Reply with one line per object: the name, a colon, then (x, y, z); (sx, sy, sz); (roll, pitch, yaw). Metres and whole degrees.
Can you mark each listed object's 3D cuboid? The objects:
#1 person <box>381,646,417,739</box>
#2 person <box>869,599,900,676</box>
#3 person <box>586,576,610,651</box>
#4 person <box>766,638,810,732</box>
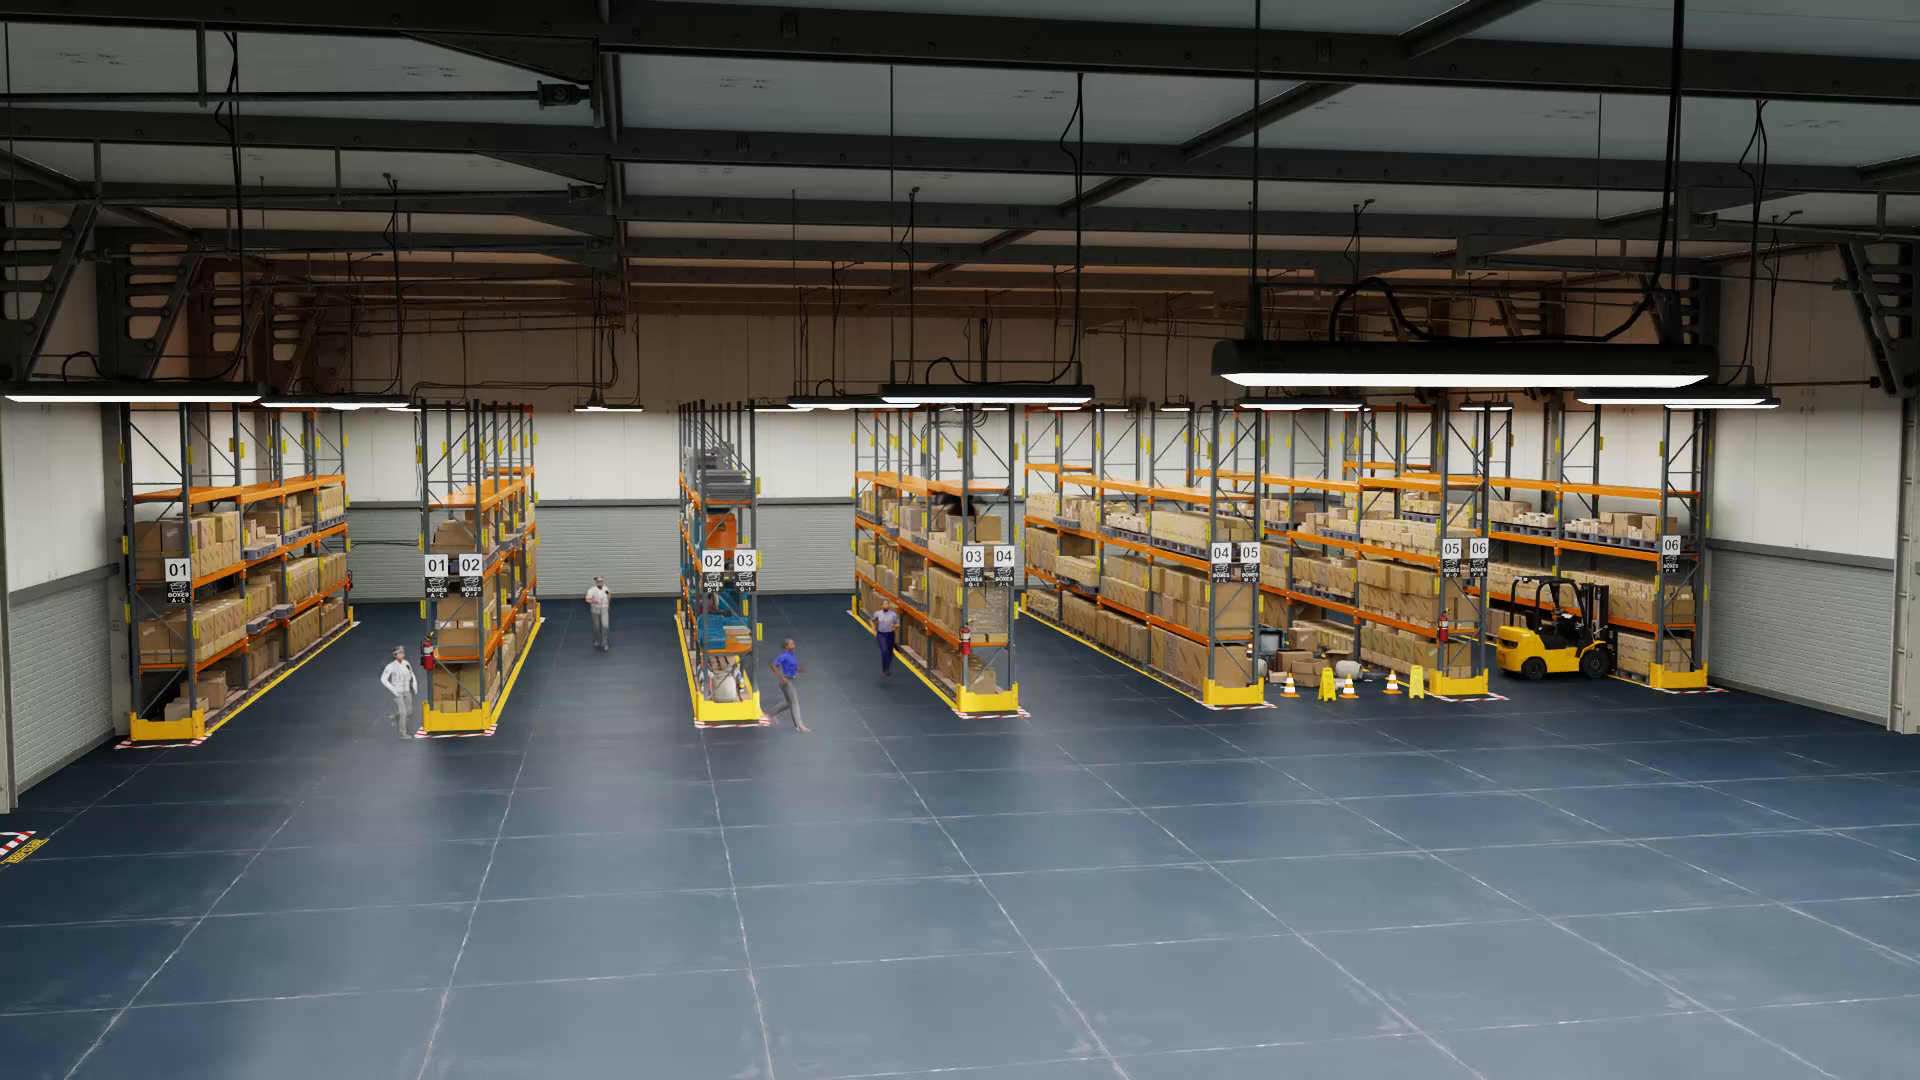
person: (-9.918, 2.675, 29.388); (0.612, 1.647, 0.661); (3, 5, 36)
person: (-1.562, 2.075, 34.974); (0.616, 1.664, 0.876); (-1, 4, -16)
person: (-8.825, 1.780, 40.634); (0.642, 1.837, 0.812); (-2, 5, -21)
person: (-3.077, 2.577, 29.690); (0.866, 1.661, 0.590); (1, 4, 13)
